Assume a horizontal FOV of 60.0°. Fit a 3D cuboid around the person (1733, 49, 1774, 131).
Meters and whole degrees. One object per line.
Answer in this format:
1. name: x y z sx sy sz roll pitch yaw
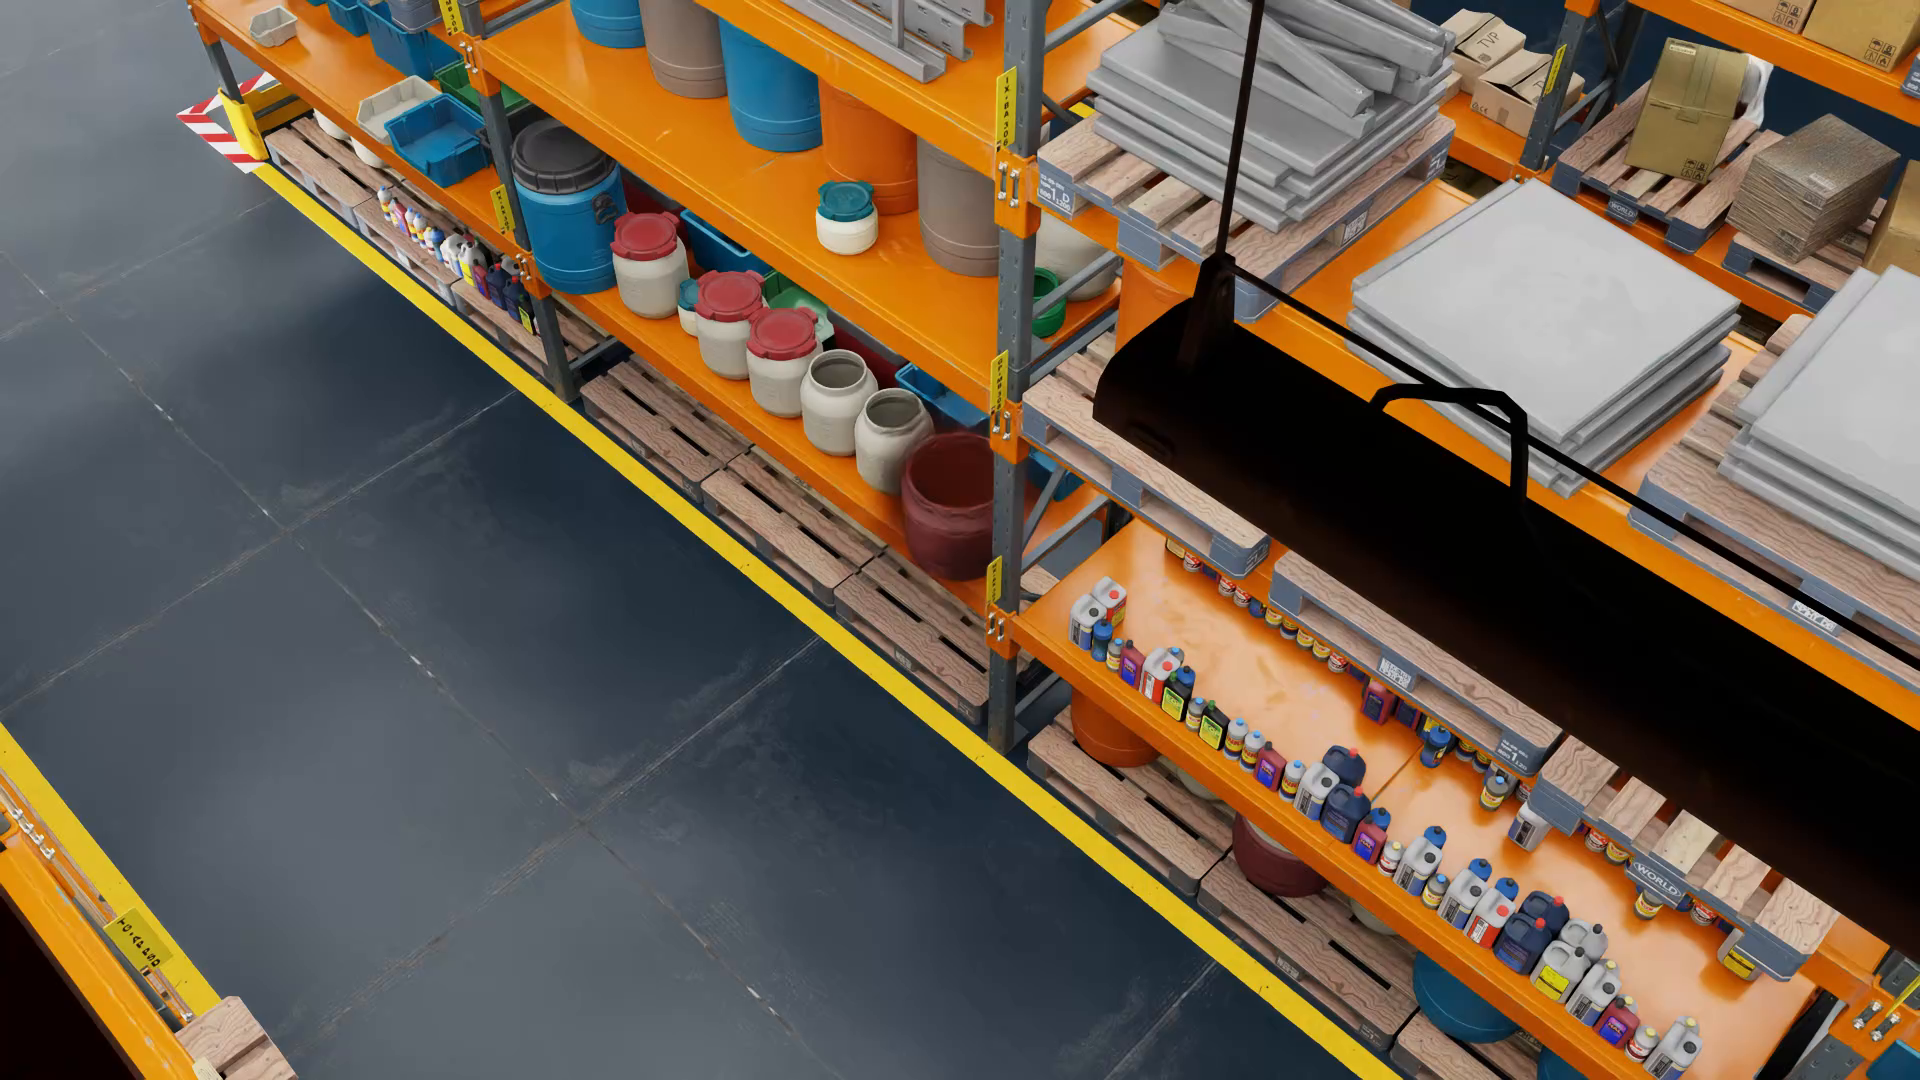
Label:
1. person: 5.490 -2.910 11.705 0.670 1.743 0.655 31 56 23
